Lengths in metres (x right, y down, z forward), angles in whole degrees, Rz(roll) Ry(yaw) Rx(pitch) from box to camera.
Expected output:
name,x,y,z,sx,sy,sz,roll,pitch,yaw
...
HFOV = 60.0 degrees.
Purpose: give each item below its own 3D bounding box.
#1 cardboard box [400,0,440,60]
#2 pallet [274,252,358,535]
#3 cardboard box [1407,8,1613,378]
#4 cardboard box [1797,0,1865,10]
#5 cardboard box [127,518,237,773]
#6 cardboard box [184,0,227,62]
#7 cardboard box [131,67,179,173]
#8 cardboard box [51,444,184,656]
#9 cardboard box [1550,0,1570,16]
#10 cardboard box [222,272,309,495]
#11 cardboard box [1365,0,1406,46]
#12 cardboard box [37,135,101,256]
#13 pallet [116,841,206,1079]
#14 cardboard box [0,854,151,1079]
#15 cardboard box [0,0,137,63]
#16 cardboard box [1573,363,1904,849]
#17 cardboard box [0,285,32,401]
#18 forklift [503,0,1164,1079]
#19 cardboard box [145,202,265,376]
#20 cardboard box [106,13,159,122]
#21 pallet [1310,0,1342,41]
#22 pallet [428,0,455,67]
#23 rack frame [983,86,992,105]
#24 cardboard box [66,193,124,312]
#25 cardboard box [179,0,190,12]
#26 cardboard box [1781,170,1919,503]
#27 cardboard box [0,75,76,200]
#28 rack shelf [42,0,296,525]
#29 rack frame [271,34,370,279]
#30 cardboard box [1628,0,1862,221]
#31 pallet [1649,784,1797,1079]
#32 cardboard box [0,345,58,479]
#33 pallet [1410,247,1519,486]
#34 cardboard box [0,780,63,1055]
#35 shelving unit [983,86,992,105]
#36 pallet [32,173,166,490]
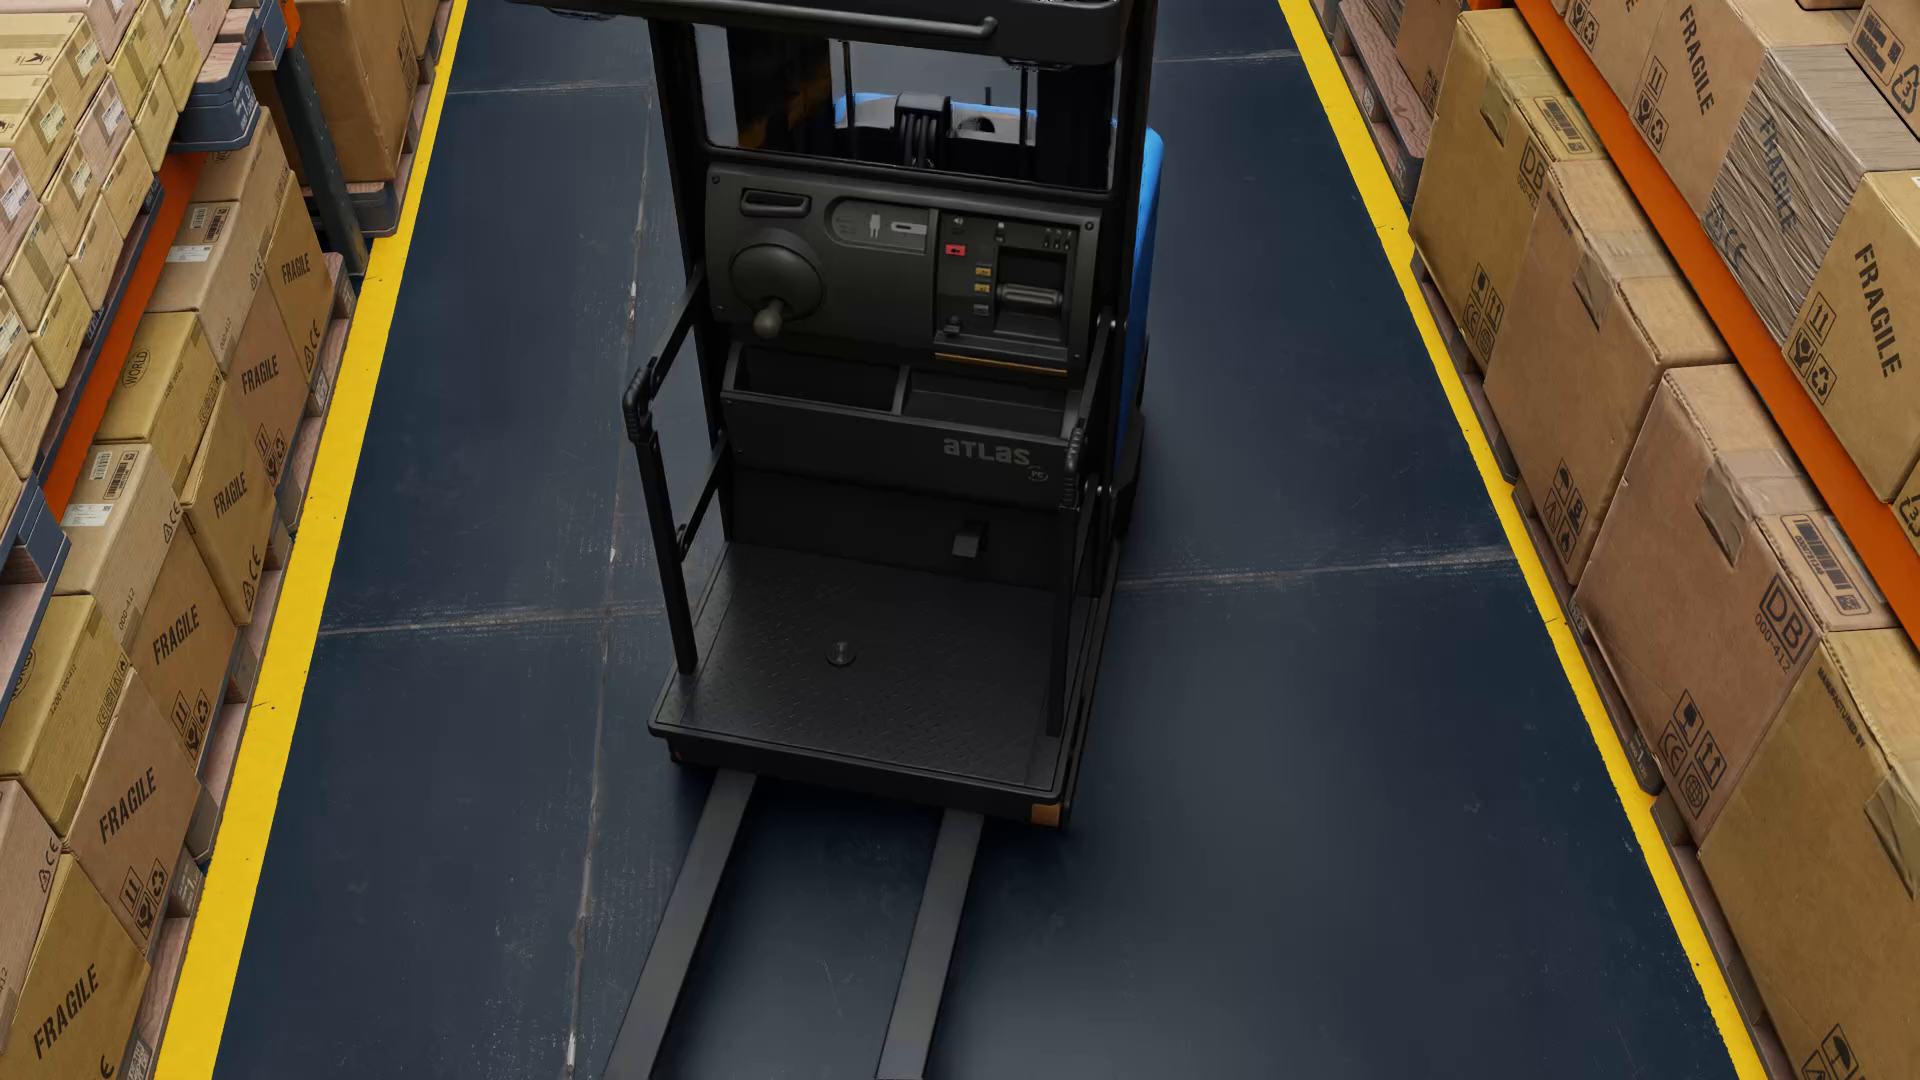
name,x,y,z,sx,sy,sz,roll,pitch,yaw
cardboard box,-2.750,-2.466,6.780,1.050,0.750,0.750,-3,47,-3
pallet,-2.648,-0.492,5.571,1.003,0.211,1.213,-3,47,-3
cardboard box,2.276,-1.158,5.455,1.225,0.875,0.875,-5,47,-5
cardboard box,2.336,-1.623,3.961,0.797,0.503,0.637,-3,47,-2
cardboard box,-2.278,0.281,4.351,0.500,0.500,0.500,-3,47,-3
cardboard box,-2.172,-1.380,4.375,0.380,0.149,0.250,-3,47,-3
cardboard box,-2.131,-1.005,4.020,0.380,0.149,0.250,-5,47,-5
cardboard box,-2.261,0.029,4.072,0.500,0.250,0.500,-2,47,-2
cardboard box,2.008,-1.911,4.925,0.500,0.500,0.500,-2,47,-2
cardboard box,-2.357,-0.466,5.057,0.500,0.500,0.500,-2,47,-2
cardboard box,2.104,-2.421,6.896,0.700,0.500,0.500,-7,47,-7
cardboard box,-2.085,-0.727,3.552,0.380,0.149,0.250,-4,47,-4
pallet,-2.444,1.273,3.899,1.003,0.211,1.213,-3,47,-3
cardboard box,-2.175,1.042,3.630,0.500,0.500,0.500,-2,47,-2
cardboard box,-2.133,-1.214,3.807,0.380,0.149,0.250,-3,47,-3
cardboard box,2.425,0.127,4.238,1.225,0.875,0.875,-5,47,-5
cardboard box,-2.045,-0.353,3.198,0.380,0.149,0.250,-2,47,-2
forklift,-0.186,-0.536,3.739,1.130,2.935,3.031,9,47,8
cardboard box,-2.340,-0.716,4.778,0.500,0.250,0.500,-3,47,-3
cardboard box,-2.129,-1.103,3.907,0.380,0.149,0.250,-4,47,-4
pallet,2.076,-2.732,7.692,1.003,0.211,1.213,-3,47,-3
pallet,-2.802,-2.514,7.485,1.003,0.211,1.213,-3,47,-3
rack frame,-0.007,-1.131,5.702,0.240,0.900,0.006,-12,46,-11
cardboard box,-2.085,-0.621,3.656,0.380,0.149,0.250,-5,47,-5
cardboard box,-2.168,-1.464,4.250,0.380,0.149,0.250,-2,47,-2
cardboard box,2.177,-0.443,3.535,0.500,0.500,0.500,-4,47,-4
cardboard box,-2.087,-0.829,3.443,0.380,0.149,0.250,-2,47,-2
rack shelf,-2.545,-0.322,3.985,1.077,0.370,4.000,-3,47,-3
rack frame,-2.712,-2.017,5.094,1.000,3.000,0.127,-3,47,-3
cardboard box,2.100,-1.168,4.221,0.500,0.500,0.500,-4,47,-4
pallet,2.434,1.054,4.106,1.003,0.211,1.213,-3,47,-3
cardboard box,-2.040,-0.241,3.296,0.380,0.149,0.250,-5,47,-5
pallet,2.230,-0.711,5.778,1.003,0.211,1.213,-3,47,-3
cardboard box,-2.176,0.784,3.358,0.500,0.250,0.500,-5,47,-5
shelving unit,0.021,-1.063,5.632,0.258,0.900,0.210,-12,46,-11
pallet,-2.506,-0.521,3.810,1.003,0.211,1.213,-3,47,-3
